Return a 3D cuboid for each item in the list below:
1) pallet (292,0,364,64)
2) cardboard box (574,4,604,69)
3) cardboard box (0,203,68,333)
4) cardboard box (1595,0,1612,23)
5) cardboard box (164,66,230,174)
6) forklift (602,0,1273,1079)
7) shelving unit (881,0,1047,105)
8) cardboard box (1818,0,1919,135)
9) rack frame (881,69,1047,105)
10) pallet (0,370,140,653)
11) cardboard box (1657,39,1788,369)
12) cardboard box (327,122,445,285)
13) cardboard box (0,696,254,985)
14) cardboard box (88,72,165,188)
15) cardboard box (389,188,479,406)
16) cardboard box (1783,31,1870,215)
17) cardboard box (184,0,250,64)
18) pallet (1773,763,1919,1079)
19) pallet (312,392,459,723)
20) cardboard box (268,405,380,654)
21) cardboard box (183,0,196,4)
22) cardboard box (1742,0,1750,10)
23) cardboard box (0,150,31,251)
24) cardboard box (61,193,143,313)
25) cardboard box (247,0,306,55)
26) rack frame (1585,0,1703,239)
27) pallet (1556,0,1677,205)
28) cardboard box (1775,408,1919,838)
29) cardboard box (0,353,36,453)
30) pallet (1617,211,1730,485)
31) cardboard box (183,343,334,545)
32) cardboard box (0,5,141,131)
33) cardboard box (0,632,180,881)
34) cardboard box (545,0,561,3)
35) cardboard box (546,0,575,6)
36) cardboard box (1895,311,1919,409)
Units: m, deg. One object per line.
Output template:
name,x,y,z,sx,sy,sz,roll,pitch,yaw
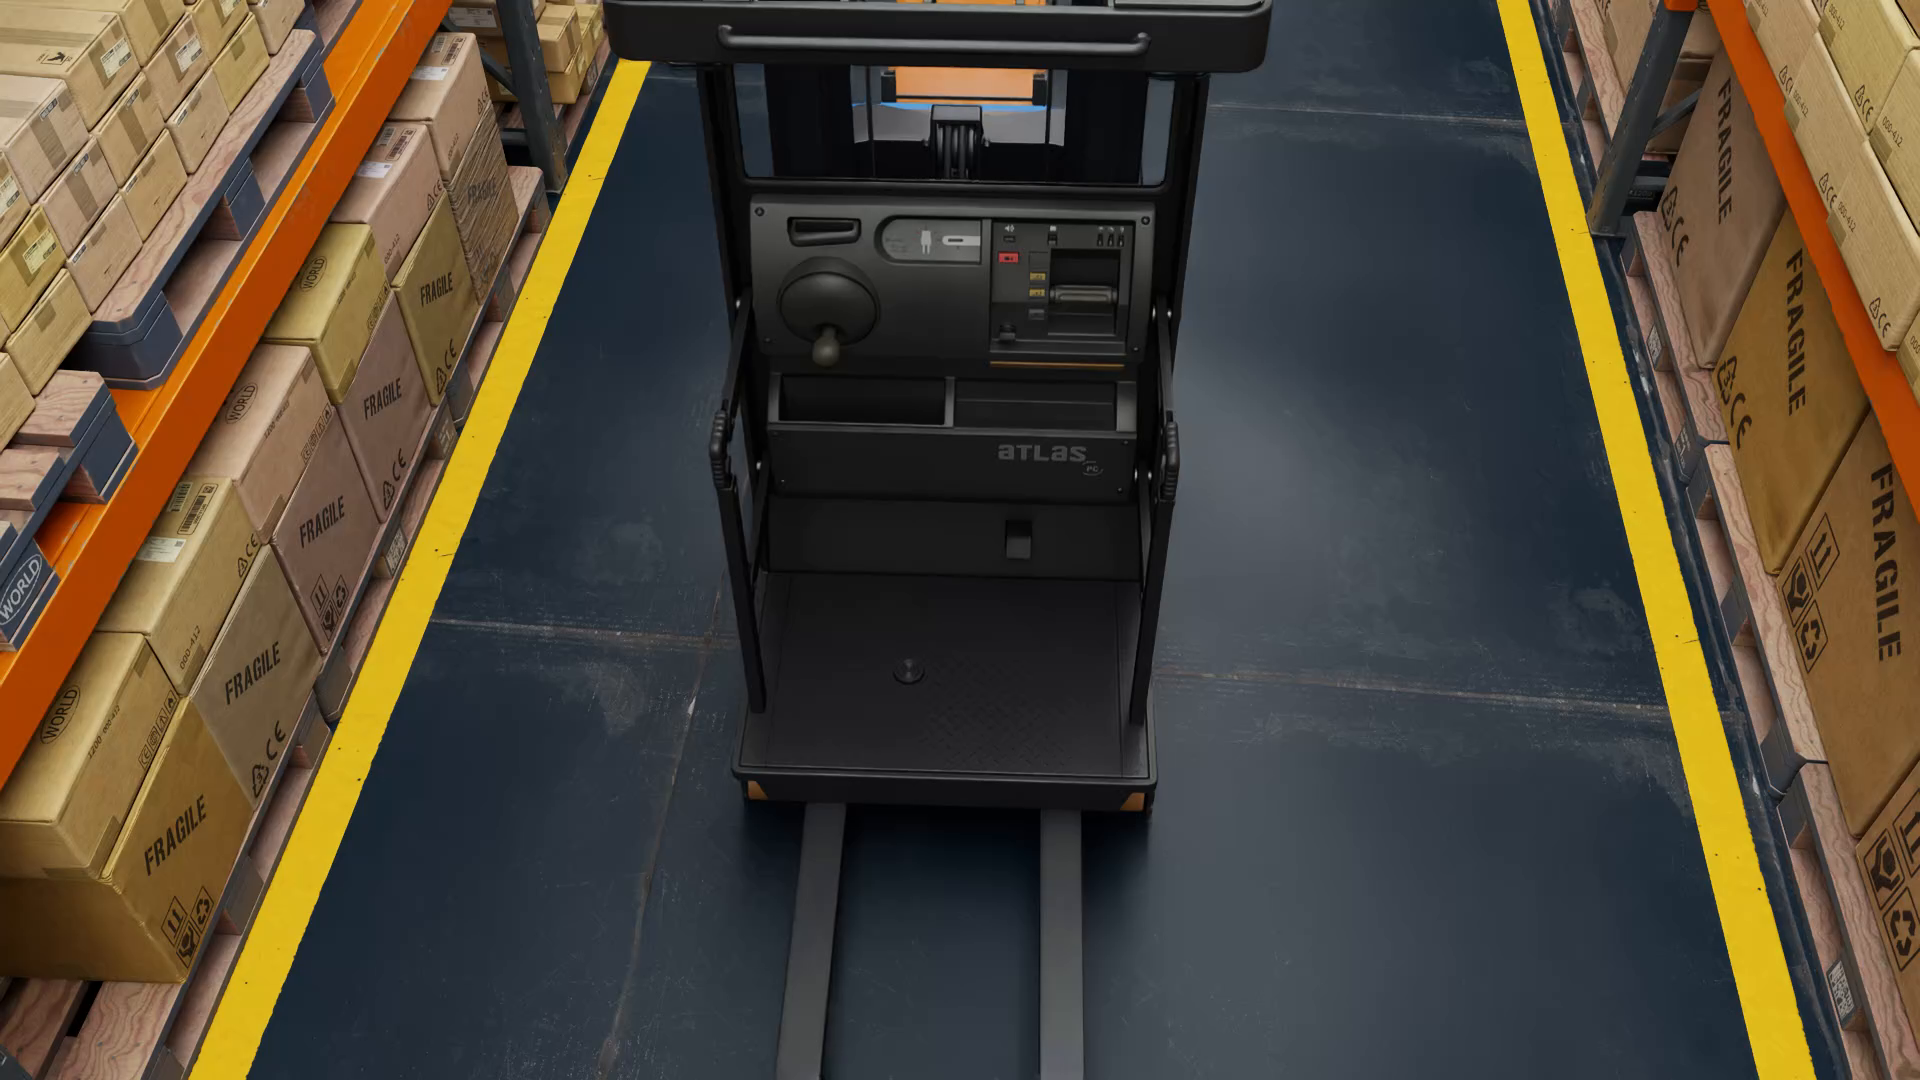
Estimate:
pallet,-2.261,-1.814,5.007,1.003,0.211,1.213,4,48,4
cardboard box,-1.669,-2.052,6.741,0.380,0.149,0.250,5,48,5
cardboard box,-2.101,-0.572,3.424,0.380,0.149,0.250,4,48,4
cardboard box,3.137,-2.561,7.012,0.875,0.438,0.875,3,48,2
cardboard box,-2.025,-1.029,4.044,0.380,0.149,0.250,2,48,2
forklift,-0.025,-0.495,3.716,1.130,2.935,3.031,2,48,1
shelving unit,0.031,-1.400,5.768,0.538,1.125,1.048,2,48,1
cardboard box,2.479,-1.232,4.107,0.500,0.250,0.500,4,48,4
rack frame,0.013,-1.025,5.425,0.500,1.125,0.032,2,48,1
pallet,-2.452,0.042,3.308,1.213,0.211,1.003,4,48,4
cardboard box,2.915,-1.136,5.411,0.875,0.875,0.875,5,48,5
cardboard box,-1.923,-1.041,5.070,0.500,0.250,0.500,6,48,5
cardboard box,-2.093,0.708,3.979,0.500,0.500,0.500,2,48,2
cardboard box,-2.051,-0.937,3.758,0.380,0.149,0.250,3,48,3
cardboard box,-1.910,-0.791,5.350,0.500,0.500,0.500,3,48,3
cardboard box,2.481,-1.060,4.288,0.500,0.250,0.500,4,48,3
cardboard box,-2.003,-1.314,4.103,0.380,0.149,0.250,4,48,4
pallet,2.674,1.134,4.070,1.003,0.211,1.213,4,48,4
pallet,-2.225,-0.019,5.124,1.003,0.211,1.213,4,48,4
cardboard box,-2.008,-0.039,4.663,0.500,0.500,0.500,3,48,3
cardboard box,-2.008,-1.423,4.001,0.380,0.149,0.250,2,48,2
cardboard box,2.589,-1.816,4.980,0.500,0.250,0.500,3,48,3
cardboard box,-2.103,-0.648,3.292,0.380,0.149,0.250,2,48,2
cardboard box,-2.076,-0.653,3.700,0.380,0.149,0.250,5,48,5
cardboard box,-1.976,-1.420,4.401,0.380,0.149,0.250,2,48,2
rack frame,2.892,-2.172,5.204,1.000,3.000,0.127,4,48,4
pallet,3.039,-1.785,6.739,1.003,0.211,1.213,4,48,4
cardboard box,2.759,0.185,4.203,0.875,0.875,0.875,4,48,4
cardboard box,-2.121,-0.259,3.340,0.380,0.149,0.250,6,48,5
pallet,2.897,-0.659,5.710,1.003,0.211,1.213,4,48,4
cardboard box,-2.003,-0.268,4.364,0.500,0.250,0.500,4,48,4
cardboard box,-2.058,-1.042,3.652,0.380,0.149,0.250,5,48,5
cardboard box,-2.107,0.467,3.691,0.500,0.250,0.500,2,48,2
cardboard box,-1.725,-2.249,6.518,0.380,0.149,0.250,6,48,5
cardboard box,-1.761,-2.148,6.627,0.380,0.149,0.250,4,48,4
cardboard box,2.408,-0.317,3.609,0.500,0.250,0.500,3,48,3
